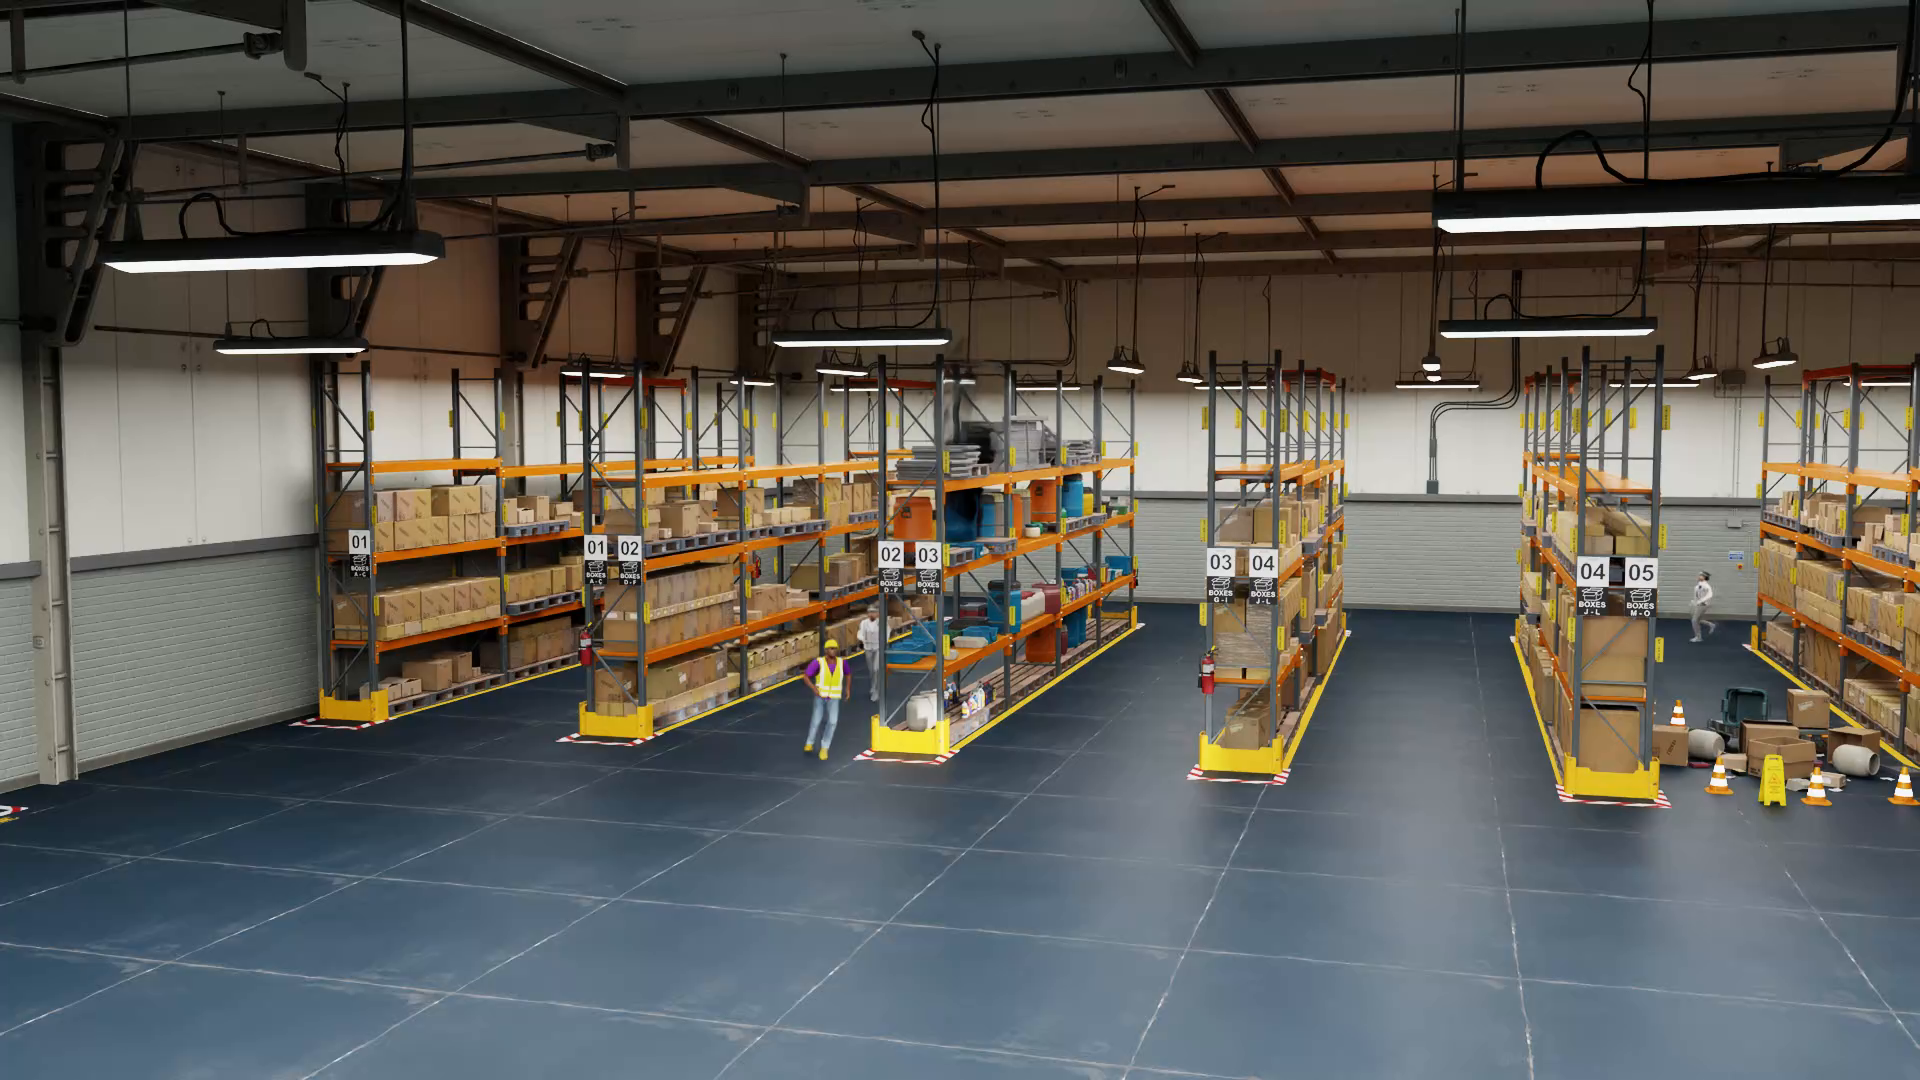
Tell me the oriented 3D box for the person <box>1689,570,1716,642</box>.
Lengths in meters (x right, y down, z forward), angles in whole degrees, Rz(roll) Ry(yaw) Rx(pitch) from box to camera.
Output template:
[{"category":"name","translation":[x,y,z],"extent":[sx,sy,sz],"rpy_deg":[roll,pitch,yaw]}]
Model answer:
[{"category":"person","translation":[16.887,1.490,37.724],"extent":[0.586,1.659,0.617],"rpy_deg":[1,4,8]}]

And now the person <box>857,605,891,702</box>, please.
[{"category":"person","translation":[-1.565,2.004,30.092],"extent":[0.562,1.719,0.857],"rpy_deg":[1,4,12]}]

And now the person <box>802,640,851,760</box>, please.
[{"category":"person","translation":[-1.972,2.374,24.849],"extent":[0.763,1.773,0.680],"rpy_deg":[-1,4,-13]}]
